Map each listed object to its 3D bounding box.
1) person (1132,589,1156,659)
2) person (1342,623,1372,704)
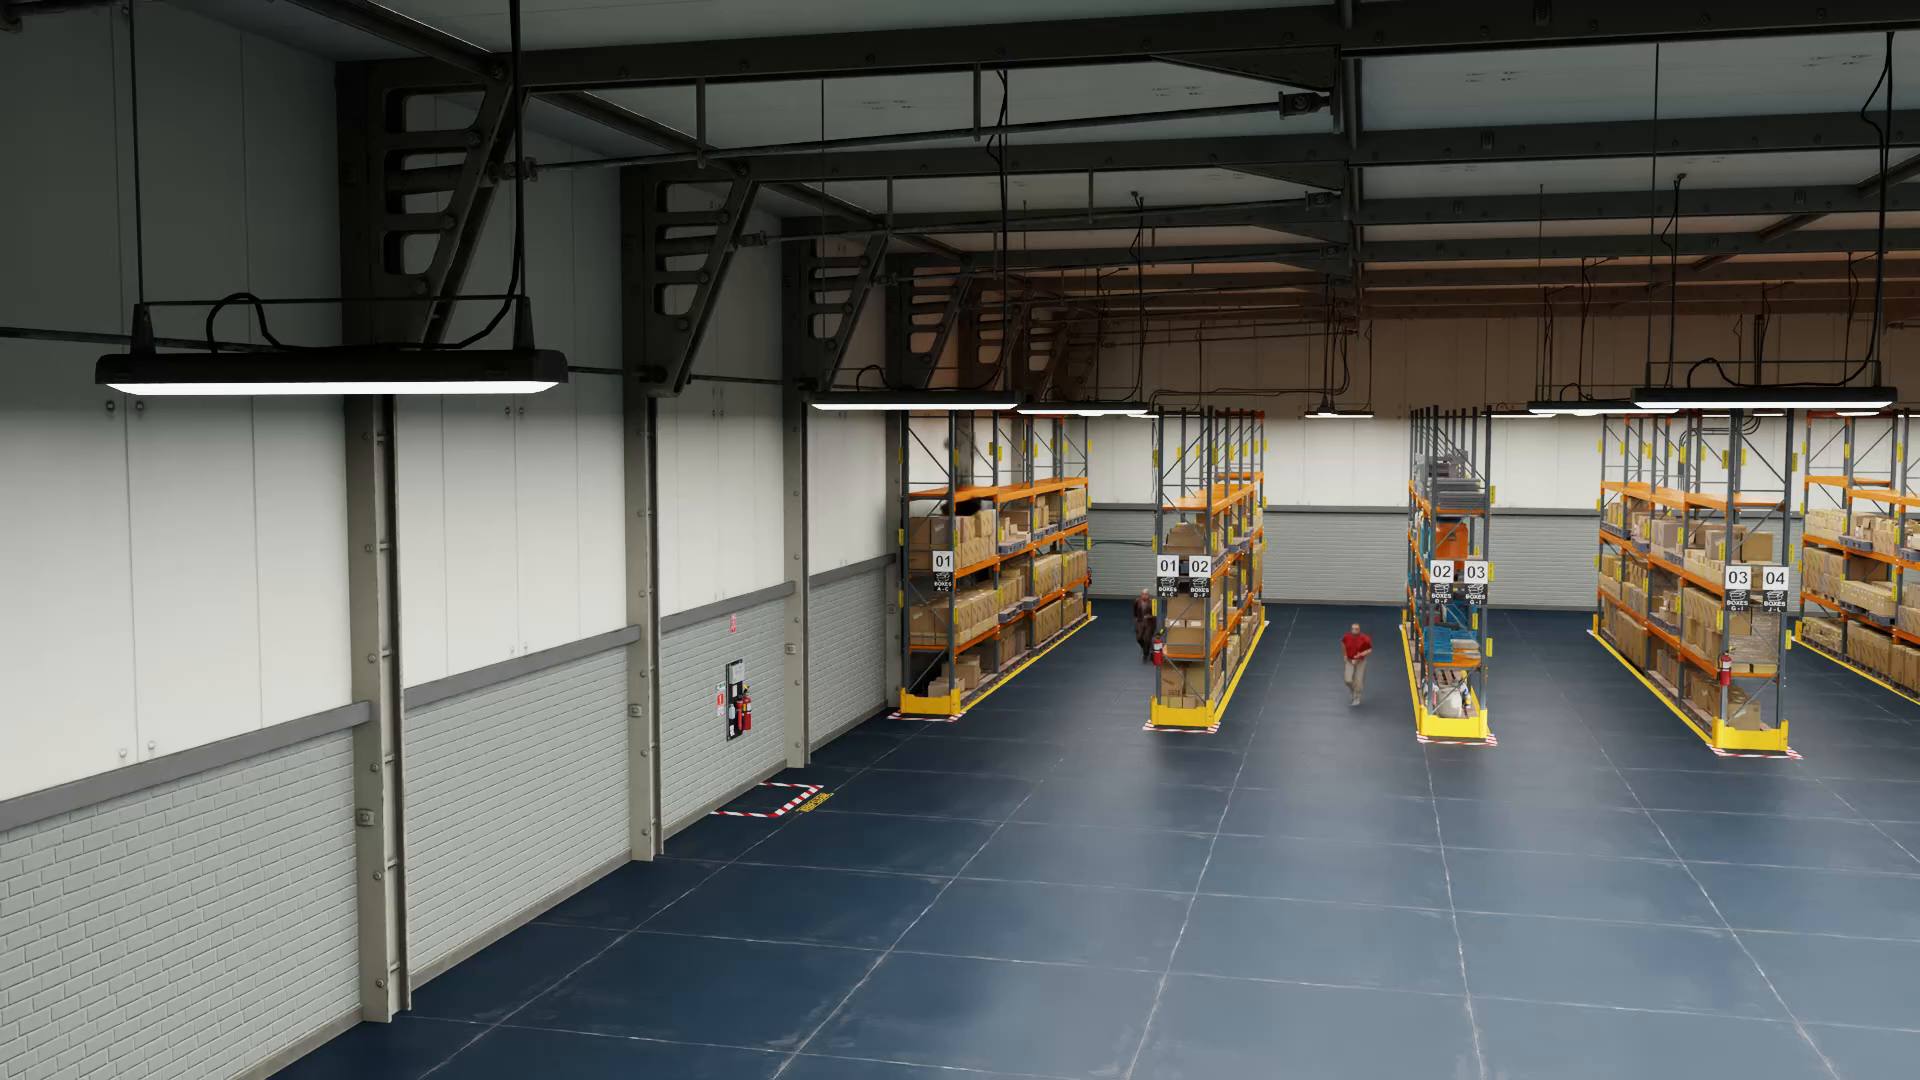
[{"bbox_3d":[4.403,2.015,39.544,0.665,1.701,0.780,1,4,13],"label":"person"},{"bbox_3d":[7.929,2.489,33.327,0.629,1.662,0.706,2,4,22],"label":"person"}]
